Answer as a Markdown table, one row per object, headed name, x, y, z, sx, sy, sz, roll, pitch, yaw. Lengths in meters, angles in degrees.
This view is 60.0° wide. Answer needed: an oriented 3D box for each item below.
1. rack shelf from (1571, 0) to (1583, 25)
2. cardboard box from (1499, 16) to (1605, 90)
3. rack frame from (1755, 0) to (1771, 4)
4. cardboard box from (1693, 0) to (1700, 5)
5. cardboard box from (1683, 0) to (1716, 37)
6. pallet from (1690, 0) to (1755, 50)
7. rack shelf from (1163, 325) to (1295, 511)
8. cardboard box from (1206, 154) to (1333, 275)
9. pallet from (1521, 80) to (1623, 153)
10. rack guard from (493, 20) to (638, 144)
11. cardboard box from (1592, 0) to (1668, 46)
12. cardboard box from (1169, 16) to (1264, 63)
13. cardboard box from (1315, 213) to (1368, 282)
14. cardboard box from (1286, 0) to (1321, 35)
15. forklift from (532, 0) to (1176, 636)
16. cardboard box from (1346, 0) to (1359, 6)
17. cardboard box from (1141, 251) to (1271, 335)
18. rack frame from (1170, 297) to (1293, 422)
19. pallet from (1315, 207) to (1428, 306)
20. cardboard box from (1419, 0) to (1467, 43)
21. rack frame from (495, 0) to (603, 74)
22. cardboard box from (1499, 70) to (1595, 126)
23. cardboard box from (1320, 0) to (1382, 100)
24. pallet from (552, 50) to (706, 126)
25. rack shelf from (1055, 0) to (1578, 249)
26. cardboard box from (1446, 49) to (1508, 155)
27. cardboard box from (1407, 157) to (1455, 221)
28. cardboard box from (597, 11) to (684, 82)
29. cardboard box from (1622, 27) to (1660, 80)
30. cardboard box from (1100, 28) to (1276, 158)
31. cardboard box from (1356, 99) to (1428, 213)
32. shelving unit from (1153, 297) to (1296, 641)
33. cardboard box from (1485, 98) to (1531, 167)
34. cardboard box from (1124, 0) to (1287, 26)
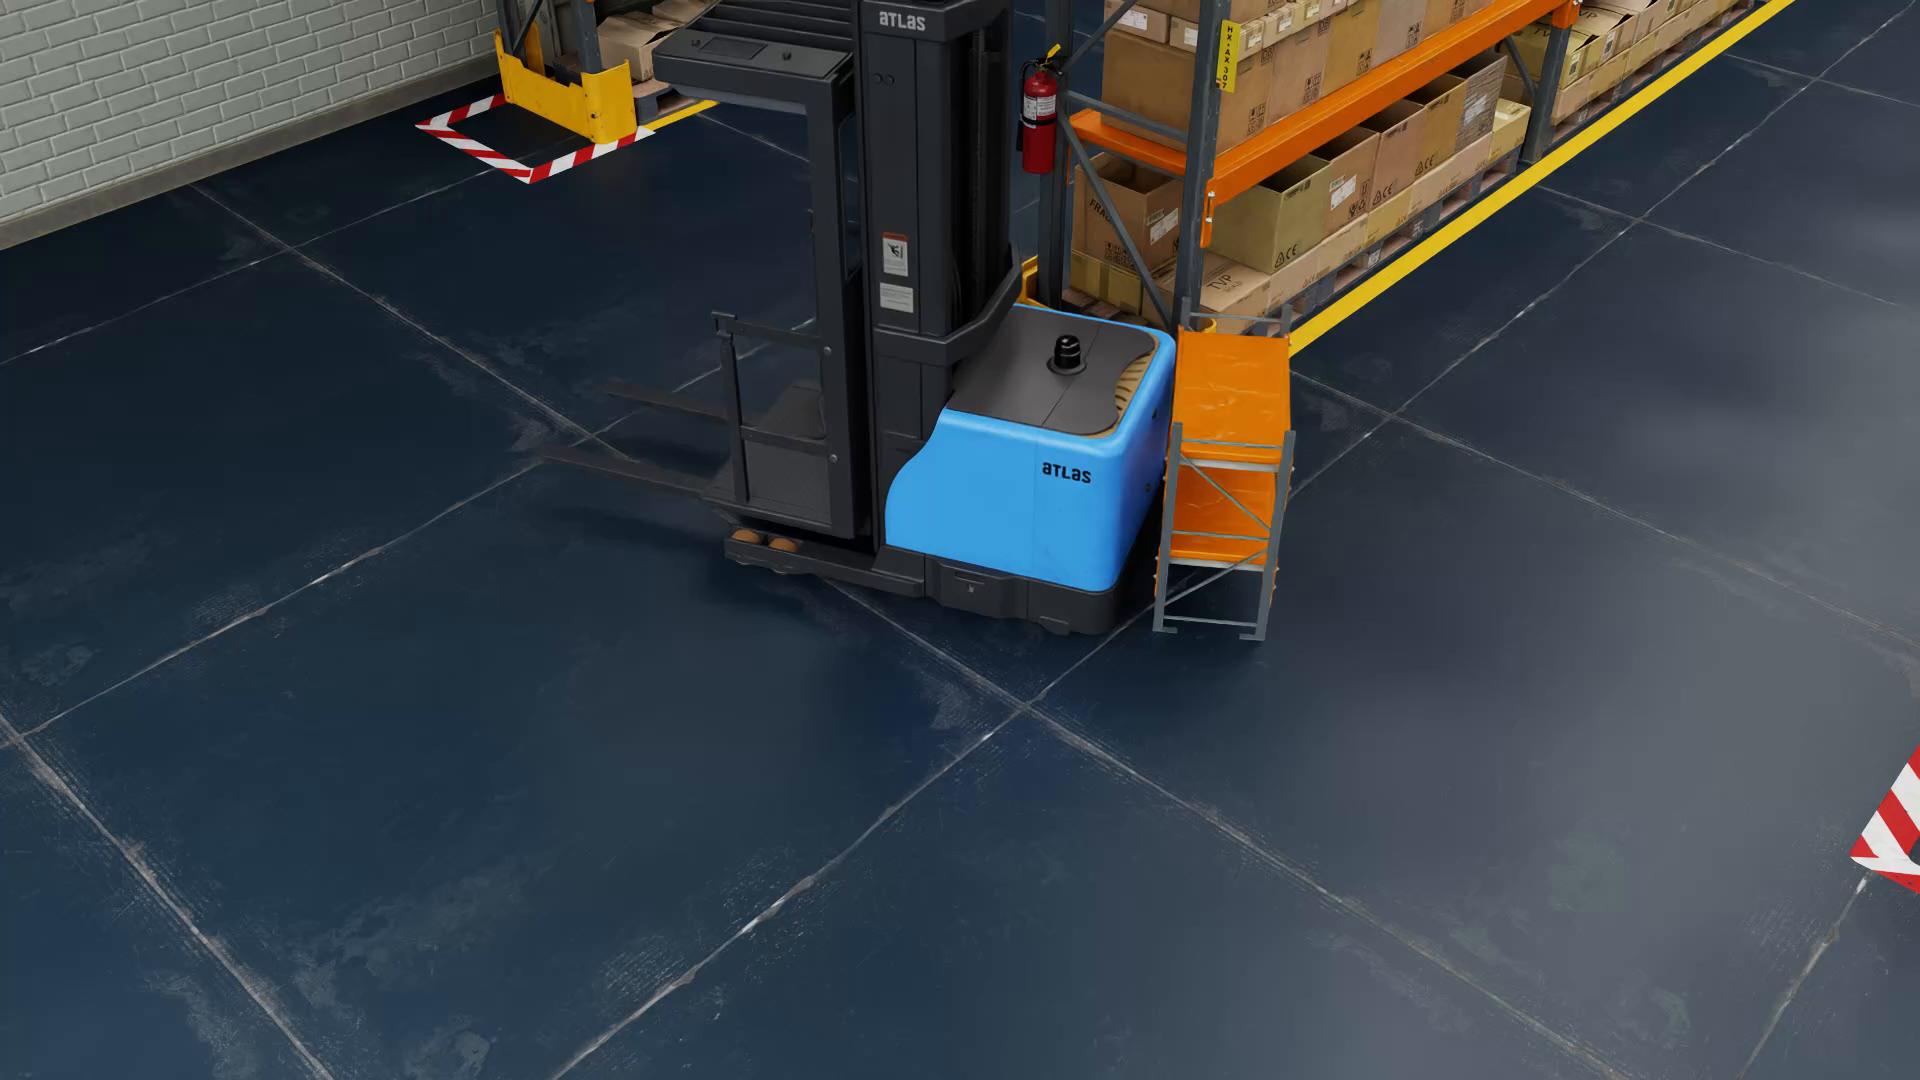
| name | x | y | z | sx | sy | sz | roll | pitch | yaw |
| --- | --- | --- | --- | --- | --- | --- | --- | --- | --- |
| rack shelf | 4.878 | -4.570 | 11.948 | 1.077 | 0.370 | 4.000 | 30 | 47 | 32 |
| cardboard box | 3.991 | -3.325 | 11.227 | 0.500 | 0.311 | 0.500 | 30 | 47 | 32 |
| rack frame | 6.227 | -5.770 | 12.880 | 1.000 | 3.000 | 0.127 | 30 | 47 | 32 |
| cardboard box | 5.367 | -4.262 | 12.404 | 0.500 | 0.311 | 0.500 | 29 | 47 | 32 |
| cardboard box | 5.366 | -4.046 | 12.584 | 0.500 | 0.250 | 0.500 | 31 | 48 | 33 |
| pallet | 5.643 | -4.317 | 13.293 | 1.003 | 0.211 | 1.213 | 30 | 47 | 32 |
| rack shelf | 1.193 | -0.559 | 7.362 | 0.538 | 0.278 | 1.000 | 5 | 39 | 6 |
| cardboard box | 1.692 | -1.860 | 9.232 | 0.500 | 0.500 | 0.500 | 30 | 47 | 32 |
| pallet | 3.997 | -3.196 | 11.883 | 1.003 | 0.211 | 1.213 | 30 | 47 | 32 |
| rack guard | -2.778 | -3.230 | 11.694 | 1.175 | 0.500 | 0.348 | 30 | 47 | 32 |
| cardboard box | 4.681 | -3.792 | 11.813 | 0.500 | 0.311 | 0.500 | 28 | 46 | 31 |
| cardboard box | 1.254 | -2.478 | 8.138 | 0.380 | 0.149 | 0.250 | 29 | 47 | 32 |
| cardboard box | 2.028 | -1.797 | 9.755 | 0.500 | 0.250 | 0.500 | 30 | 47 | 32 |
| cardboard box | 1.599 | -2.714 | 8.435 | 0.380 | 0.149 | 0.250 | 30 | 47 | 32 |
| forklift | -0.584 | -1.282 | 7.291 | 3.031 | 2.935 | 1.130 | 13 | 40 | 16 |
| cardboard box | 1.949 | -2.953 | 8.735 | 0.380 | 0.149 | 0.250 | 28 | 46 | 31 |
| cardboard box | 1.356 | -1.336 | 9.175 | 0.500 | 0.250 | 0.500 | 30 | 47 | 32 |
| rack frame | 1.265 | -0.643 | 7.939 | 0.500 | 1.125 | 0.032 | 5 | 39 | 6 |
| pallet | 2.138 | -1.930 | 10.291 | 1.003 | 0.211 | 1.213 | 30 | 47 | 32 |
| cardboard box | 2.542 | -3.291 | 9.682 | 0.700 | 0.500 | 0.500 | 30 | 48 | 32 |
| rack frame | -2.829 | -4.173 | 10.872 | 1.000 | 3.000 | 0.127 | 30 | 47 | 32 |
| cardboard box | 3.984 | -3.102 | 11.396 | 0.500 | 0.250 | 0.500 | 28 | 47 | 31 |
| cardboard box | 1.845 | -2.812 | 9.080 | 0.700 | 0.500 | 0.500 | 30 | 47 | 32 |
| pallet | -2.203 | -3.475 | 12.234 | 1.003 | 0.211 | 1.213 | 30 | 47 | 32 |
| rack shelf | 2.180 | -2.732 | 9.637 | 1.077 | 0.370 | 4.000 | 30 | 47 | 32 |
| cardboard box | 3.031 | -2.785 | 10.395 | 0.500 | 0.500 | 0.500 | 30 | 47 | 32 |
| cardboard box | 2.706 | -2.254 | 10.330 | 0.500 | 0.250 | 0.500 | 30 | 47 | 32 |
| cardboard box | -2.296 | -3.573 | 11.924 | 0.500 | 0.311 | 0.500 | 24 | 44 | 27 |
| cardboard box | 4.677 | -3.575 | 11.992 | 0.500 | 0.250 | 0.500 | 28 | 46 | 31 |
| cardboard box | 1.155 | -2.343 | 8.490 | 0.700 | 0.500 | 0.500 | 30 | 47 | 32 |
| cardboard box | 2.370 | -2.318 | 9.807 | 0.500 | 0.500 | 0.500 | 30 | 47 | 32 |
| shelving unit | 1.193 | -0.330 | 7.545 | 0.538 | 1.125 | 1.048 | 5 | 39 | 6 |
| cardboard box | 3.377 | -2.716 | 10.911 | 0.500 | 0.250 | 0.500 | 30 | 47 | 32 |
| cardboard box | 1.190 | -2.875 | 8.117 | 0.700 | 0.500 | 0.500 | 30 | 47 | 32 |
